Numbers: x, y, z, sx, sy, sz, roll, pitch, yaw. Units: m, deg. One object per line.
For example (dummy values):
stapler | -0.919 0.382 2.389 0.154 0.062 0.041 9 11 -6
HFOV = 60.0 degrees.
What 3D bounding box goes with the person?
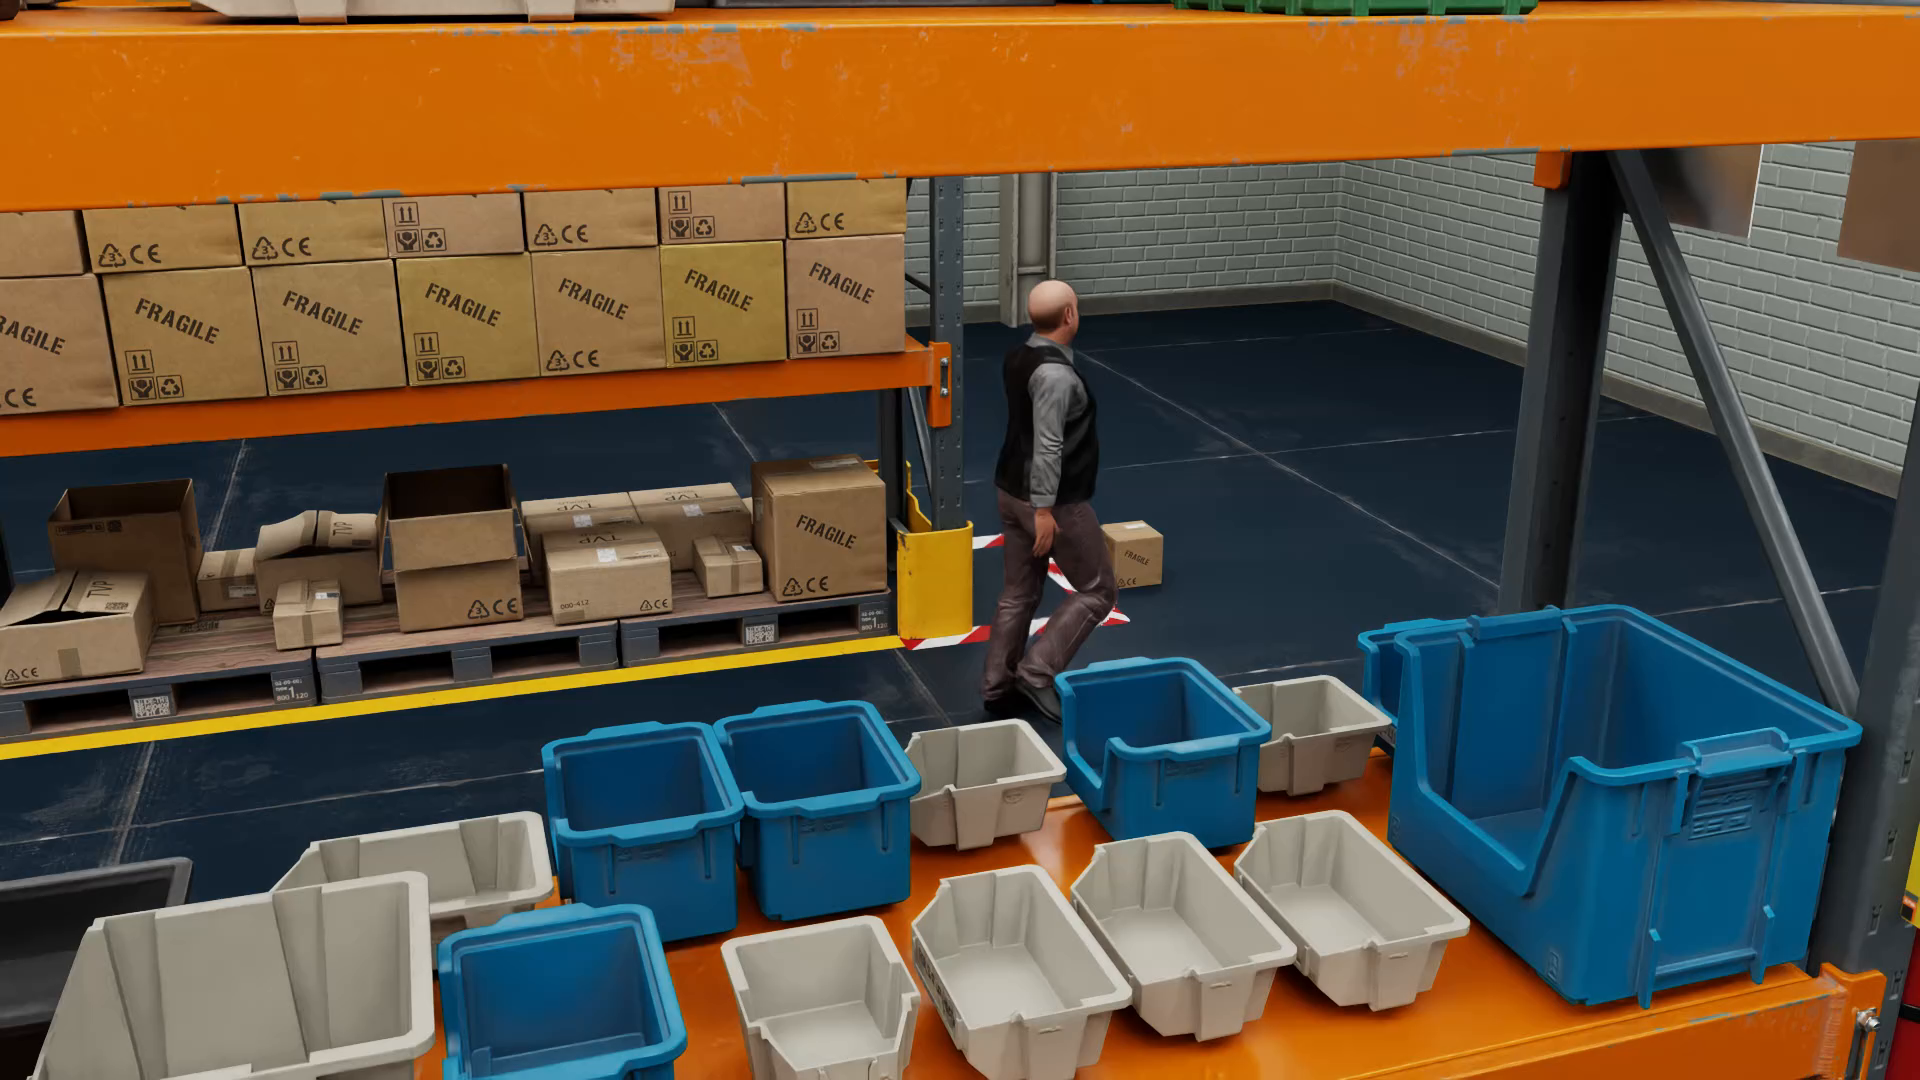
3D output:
person | 0.320 -0.140 6.450 0.508 1.708 0.649 -8 21 -22
